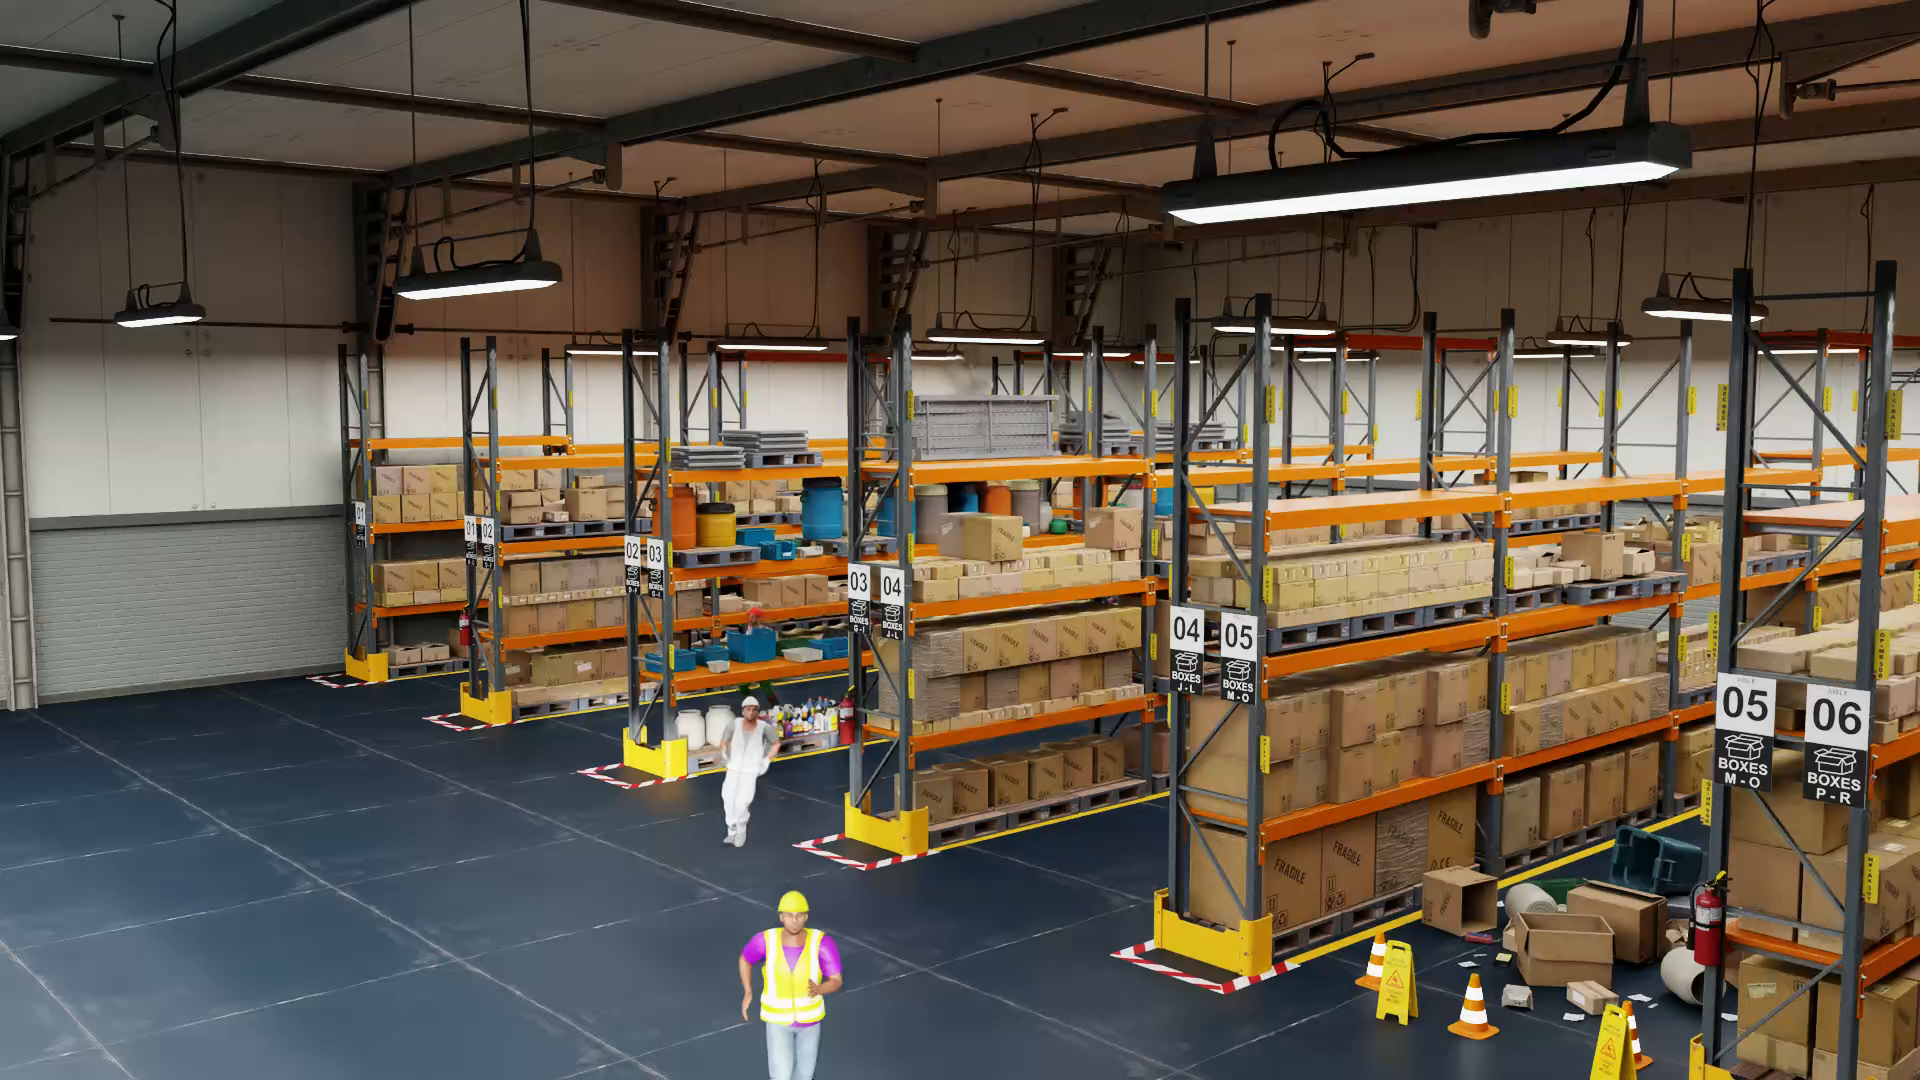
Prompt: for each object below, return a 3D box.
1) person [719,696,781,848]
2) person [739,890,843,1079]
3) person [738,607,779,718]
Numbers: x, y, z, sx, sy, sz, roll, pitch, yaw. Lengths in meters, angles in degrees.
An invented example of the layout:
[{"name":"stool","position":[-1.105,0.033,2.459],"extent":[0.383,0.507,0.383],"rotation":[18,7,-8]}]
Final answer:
[{"name":"person","position":[-2.412,2.623,18.733],"extent":[0.662,1.732,0.612],"rotation":[1,5,10]},{"name":"person","position":[-1.132,3.278,11.267],"extent":[0.669,1.828,0.766],"rotation":[-1,5,-13]},{"name":"person","position":[-3.159,1.955,25.834],"extent":[0.643,1.844,0.876],"rotation":[3,6,33]}]
